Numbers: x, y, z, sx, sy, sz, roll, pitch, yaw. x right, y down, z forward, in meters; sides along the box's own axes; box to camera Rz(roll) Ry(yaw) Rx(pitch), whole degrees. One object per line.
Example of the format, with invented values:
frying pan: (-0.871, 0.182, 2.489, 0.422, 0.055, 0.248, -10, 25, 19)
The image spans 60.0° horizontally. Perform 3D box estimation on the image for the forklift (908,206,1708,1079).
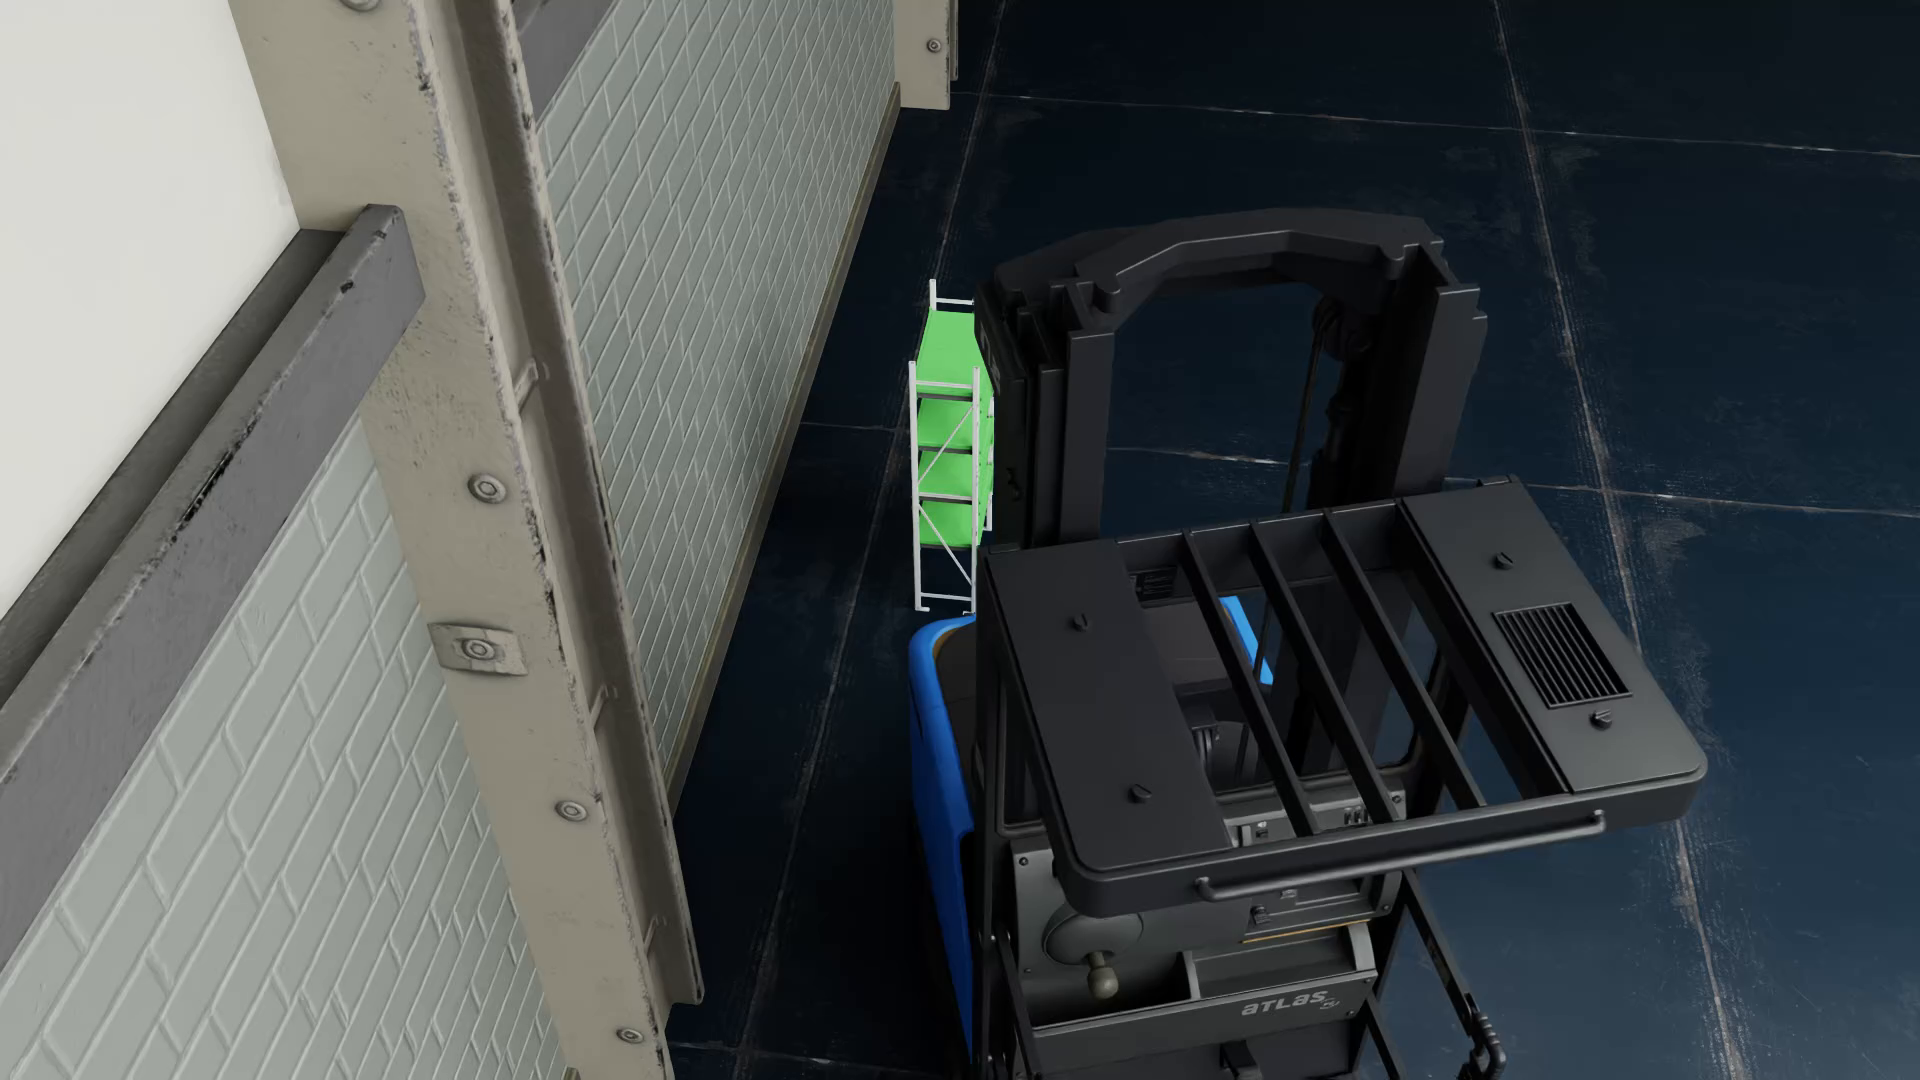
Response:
forklift: (0.623, 0.893, 3.675, 1.130, 2.935, 3.031, -8, 44, -8)

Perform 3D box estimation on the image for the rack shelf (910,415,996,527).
rack shelf: (-0.022, -0.276, 6.262, 0.258, 0.148, 0.480, 5, 44, 6)

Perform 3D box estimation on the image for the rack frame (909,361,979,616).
rack frame: (-0.054, -0.157, 6.043, 0.240, 1.200, 0.015, 5, 44, 6)

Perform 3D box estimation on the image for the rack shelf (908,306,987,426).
rack shelf: (-0.022, -0.625, 5.932, 0.258, 0.148, 0.480, 5, 44, 6)

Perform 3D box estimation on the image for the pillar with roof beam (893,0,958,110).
pillar with roof beam: (4.077, -5.427, 5.937, 9.100, 9.000, 0.400, 5, 44, 6)

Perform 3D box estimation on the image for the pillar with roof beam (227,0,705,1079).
pillar with roof beam: (3.284, -1.338, 1.618, 9.100, 9.000, 0.400, 5, 44, 6)

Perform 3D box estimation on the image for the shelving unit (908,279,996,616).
shelving unit: (-0.022, -0.323, 6.218, 0.258, 1.200, 0.503, 5, 44, 6)

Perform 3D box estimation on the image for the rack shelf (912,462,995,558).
rack shelf: (-0.022, -0.102, 6.427, 0.258, 0.148, 0.480, 5, 44, 6)

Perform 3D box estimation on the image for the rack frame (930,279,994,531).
rack frame: (0.010, -0.489, 6.394, 0.240, 1.200, 0.015, 5, 44, 6)

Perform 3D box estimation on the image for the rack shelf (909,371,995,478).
rack shelf: (-0.022, -0.451, 6.097, 0.258, 0.148, 0.480, 5, 44, 6)
